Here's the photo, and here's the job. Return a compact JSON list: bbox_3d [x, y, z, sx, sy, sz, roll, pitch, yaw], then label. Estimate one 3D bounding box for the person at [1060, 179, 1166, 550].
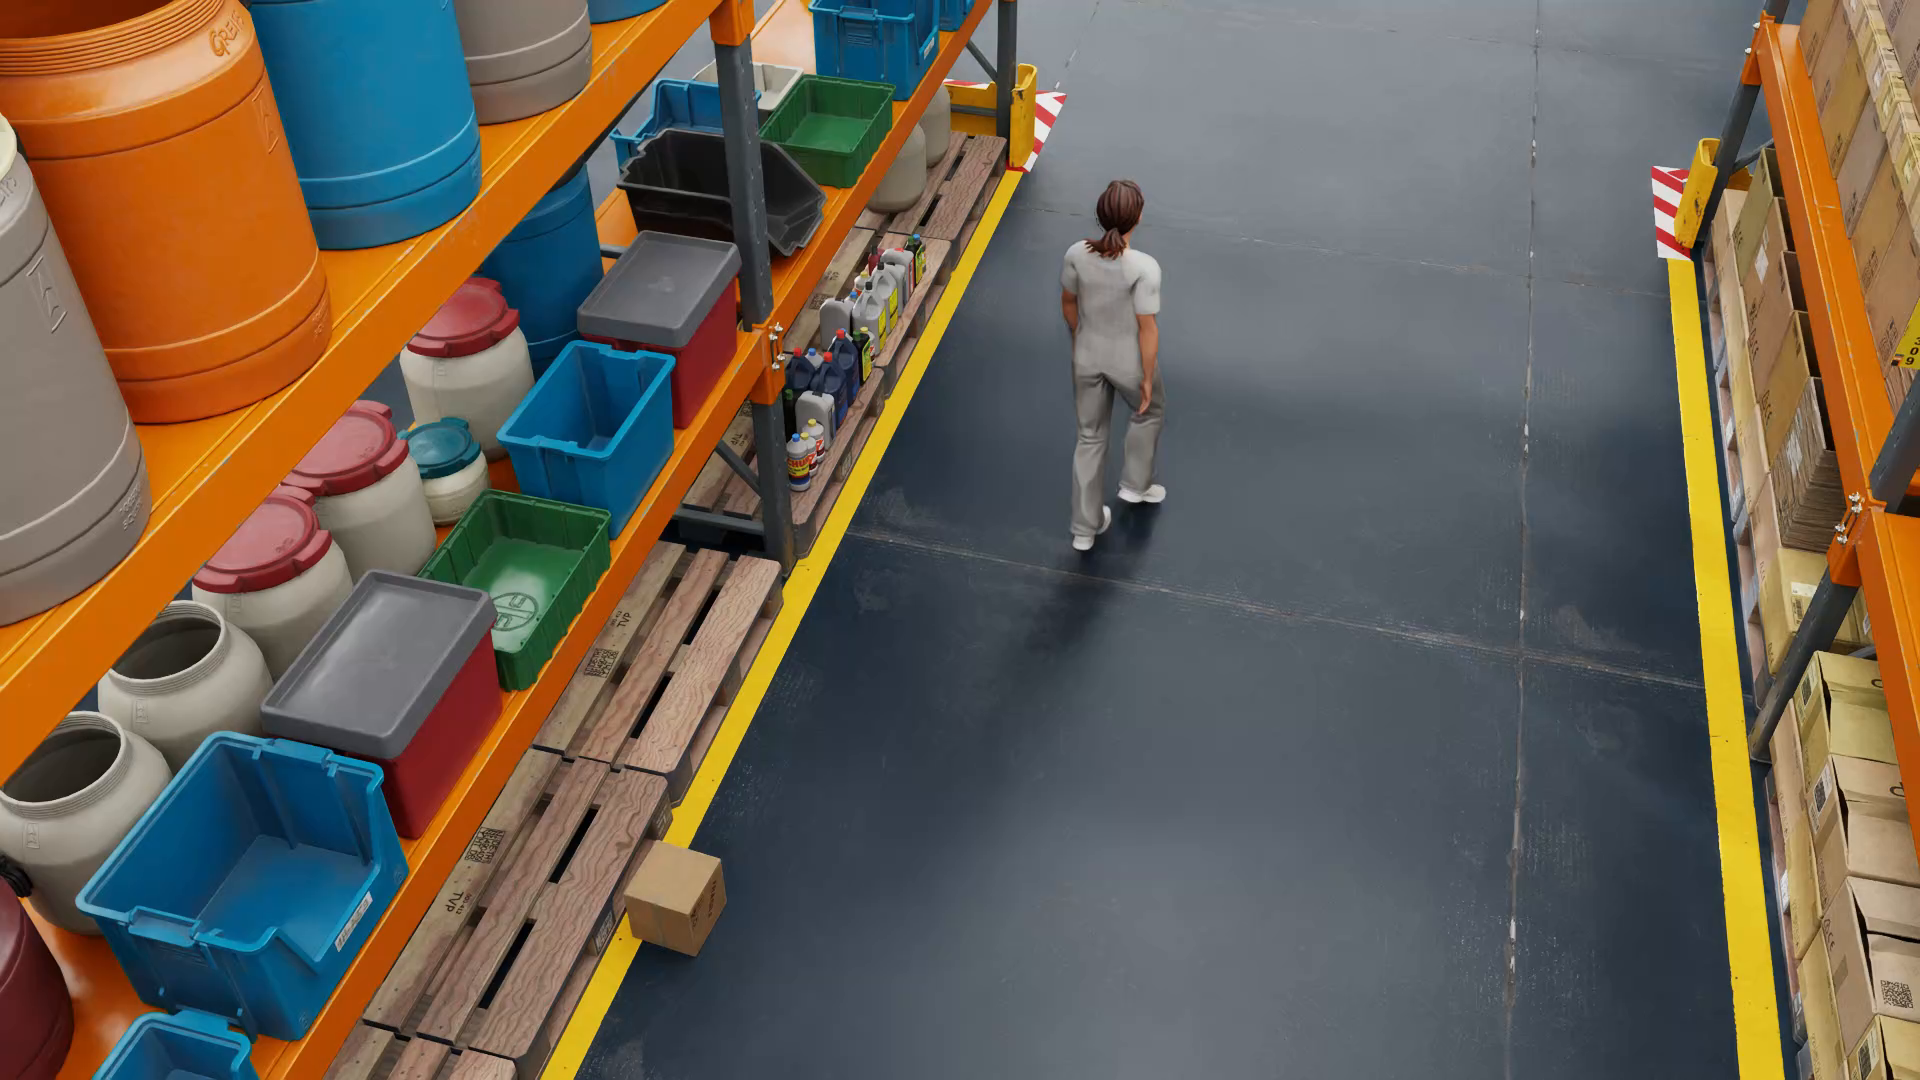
[{"bbox_3d":[0.624,-0.731,7.005,0.474,1.711,0.635,17,44,18],"label":"person"}]
